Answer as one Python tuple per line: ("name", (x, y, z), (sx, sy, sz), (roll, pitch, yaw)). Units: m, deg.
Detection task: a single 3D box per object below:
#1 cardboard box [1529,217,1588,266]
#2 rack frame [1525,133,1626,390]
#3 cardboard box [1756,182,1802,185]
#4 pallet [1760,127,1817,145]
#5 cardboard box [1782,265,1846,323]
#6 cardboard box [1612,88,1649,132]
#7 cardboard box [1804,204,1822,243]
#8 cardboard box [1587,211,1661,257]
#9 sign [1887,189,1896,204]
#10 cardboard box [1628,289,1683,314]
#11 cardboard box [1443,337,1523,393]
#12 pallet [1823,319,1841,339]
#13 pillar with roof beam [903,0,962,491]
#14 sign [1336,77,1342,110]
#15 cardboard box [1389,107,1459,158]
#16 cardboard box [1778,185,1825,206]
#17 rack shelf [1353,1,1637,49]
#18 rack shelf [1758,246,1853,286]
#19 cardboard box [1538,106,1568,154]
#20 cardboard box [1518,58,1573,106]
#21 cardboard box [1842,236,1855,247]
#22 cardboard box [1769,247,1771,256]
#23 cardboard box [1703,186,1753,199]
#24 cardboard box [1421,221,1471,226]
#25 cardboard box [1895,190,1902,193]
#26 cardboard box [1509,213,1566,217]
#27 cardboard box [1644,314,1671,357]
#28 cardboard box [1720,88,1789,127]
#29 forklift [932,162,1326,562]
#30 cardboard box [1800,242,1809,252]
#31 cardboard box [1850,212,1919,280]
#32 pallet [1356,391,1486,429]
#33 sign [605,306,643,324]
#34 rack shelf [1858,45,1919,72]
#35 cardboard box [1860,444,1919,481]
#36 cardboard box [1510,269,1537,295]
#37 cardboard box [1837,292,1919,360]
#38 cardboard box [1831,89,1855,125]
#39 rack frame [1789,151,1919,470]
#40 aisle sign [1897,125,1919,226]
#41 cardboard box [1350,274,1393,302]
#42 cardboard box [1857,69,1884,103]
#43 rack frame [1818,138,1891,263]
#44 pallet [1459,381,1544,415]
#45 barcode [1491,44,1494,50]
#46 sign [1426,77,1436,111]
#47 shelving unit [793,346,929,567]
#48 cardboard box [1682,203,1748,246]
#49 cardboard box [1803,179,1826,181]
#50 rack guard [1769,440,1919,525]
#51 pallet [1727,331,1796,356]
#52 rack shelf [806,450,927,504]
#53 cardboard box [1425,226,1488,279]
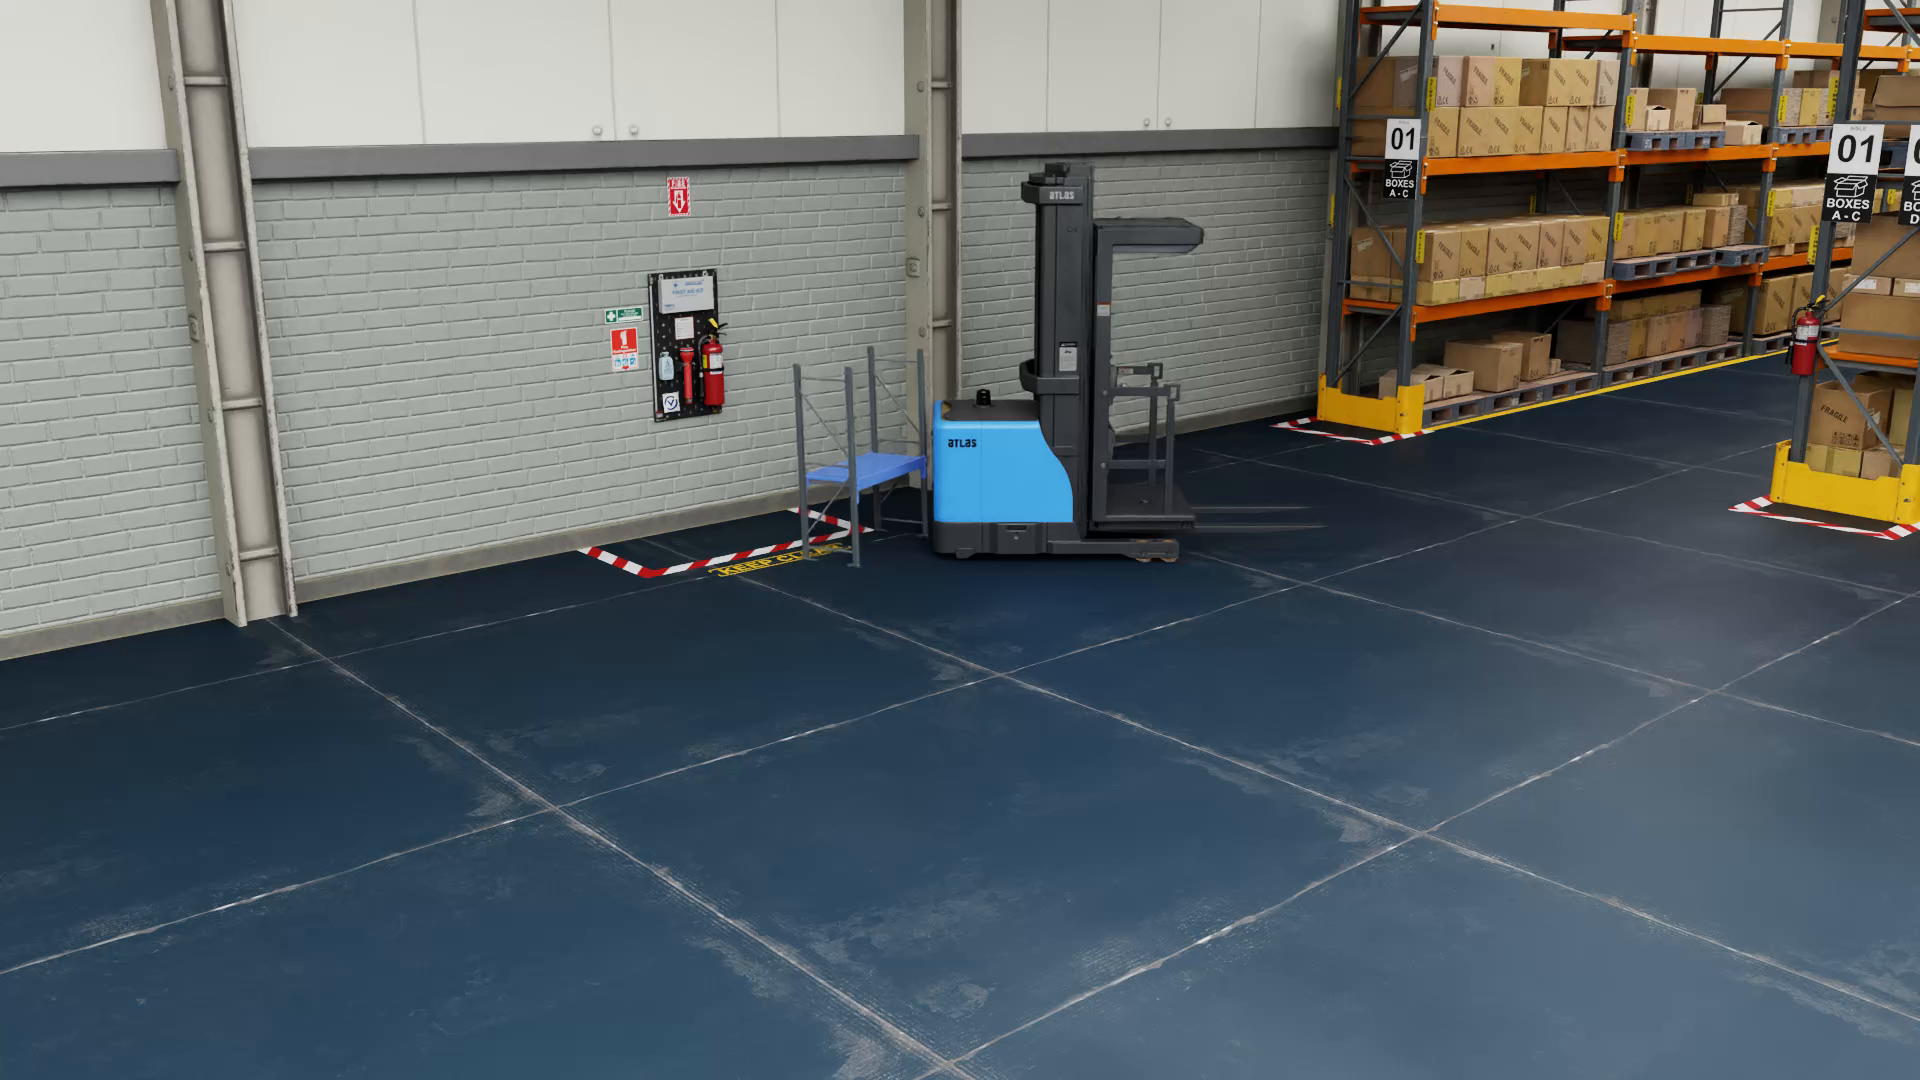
("cardboard box", (6.826, -3.430, 19.077), (0.500, 0.500, 0.500), (-13, 20, -40))
("rack frame", (7.353, -3.356, 20.002), (0.127, 3.000, 1.000), (-13, 19, -39))
("cardboard box", (11.708, -4.985, 23.837), (0.500, 0.250, 0.500), (-13, 20, -41))
("pallet", (10.821, -5.511, 22.624), (1.003, 0.211, 1.213), (-12, 19, -37))
("cardboard box", (12.314, -3.589, 24.226), (0.750, 0.750, 0.750), (-12, 19, -38))
("cardboard box", (7.818, -5.134, 19.837), (0.500, 0.500, 0.500), (-9, 18, -32))
("cardboard box", (11.681, -4.439, 23.246), (0.500, 0.500, 0.500), (-13, 20, -40))
("cardboard box", (8.185, -3.790, 20.580), (0.500, 0.500, 0.700), (-10, 18, -34))
("sign", (13.751, -5.129, 24.548), (0.005, 0.325, 0.100), (-13, 19, -39))
("cardboard box", (9.005, -3.096, 21.568), (0.500, 0.250, 0.500), (-13, 20, -40))
("cardboard box", (5.933, -1.994, 18.895), (0.500, 0.500, 0.700), (-14, 21, -43))
("pallet", (12.855, -3.219, 24.892), (1.213, 0.211, 1.003), (-13, 19, -39))
("pillar with roof beam", (2.595, -4.009, 10.823), (0.400, 9.000, 9.100), (-13, 19, -39))
("sign", (3.986, -4.667, 17.381), (0.005, 0.325, 0.100), (-13, 19, -39))
("cardboard box", (4.752, -4.194, 17.093), (0.500, 0.500, 0.500), (-12, 19, -38))
("cardboard box", (11.662, -4.801, 23.150), (0.500, 0.250, 0.500), (-12, 19, -39))
("rack shelf", (5.844, -5.567, 18.053), (4.000, 0.370, 1.077), (-13, 19, -39))
("rack shelf", (11.879, -4.025, 23.900), (4.000, 0.370, 1.077), (-13, 19, -39))
("cardboard box", (6.351, -4.545, 18.409), (0.500, 0.500, 0.500), (-14, 20, -41))
("cardboard box", (6.359, -5.023, 18.261), (0.500, 0.500, 0.500), (-14, 20, -41))
("cardboard box", (12.758, -4.349, 24.166), (0.250, 0.149, 0.380), (-13, 19, -39))
("cardboard box", (10.771, -3.933, 22.609), (0.250, 0.149, 0.380), (-13, 20, -40))
("cardboard box", (10.542, -4.725, 22.865), (0.500, 0.250, 0.500), (-12, 19, -38))
("cardboard box", (5.325, -3.271, 18.483), (0.500, 0.500, 0.500), (-13, 20, -41))
("cardboard box", (14.362, -5.068, 25.828), (0.700, 0.700, 0.980), (-13, 20, -41))
("cardboard box", (6.861, -3.617, 19.777), (0.500, 0.500, 0.500), (-13, 20, -41))
("cardboard box", (8.665, -2.665, 21.406), (0.500, 0.500, 0.700), (-12, 19, -39))
("cardboard box", (10.691, -5.836, 22.426), (0.700, 0.500, 0.500), (14, 21, 43))
("forklift", (1.296, -1.385, 12.755), (3.031, 2.935, 1.130), (0, 15, -1))
("cardboard box", (11.723, -4.156, 23.445), (0.250, 0.149, 0.380), (-12, 19, -39))
("cardboard box", (7.990, -2.476, 13.998), (0.500, 0.500, 0.700), (-13, 19, -39))
("pallet", (5.029, -1.475, 18.363), (1.213, 0.211, 1.003), (-13, 19, -39))
("sign", (-2.596, -1.737, 12.843), (0.331, 0.109, 0.001), (-13, 19, -39))
("rack shelf", (14.897, -7.408, 25.715), (4.000, 0.370, 1.077), (-13, 19, -39))
("cardboard box", (8.140, -0.637, 14.336), (0.500, 0.250, 0.500), (-13, 19, -39))
("cardboard box", (6.065, -2.898, 18.538), (0.500, 0.250, 0.500), (-12, 19, -39))
("cardboard box", (7.950, -1.840, 14.131), (0.500, 0.500, 0.700), (-13, 19, -39))
("cardboard box", (12.274, -6.187, 23.741), (0.500, 0.500, 0.700), (-13, 20, -40))
("rack frame", (7.590, -1.715, 13.858), (0.127, 3.000, 1.000), (-13, 19, -39))
("aisle sign", (7.741, -2.900, 13.257), (0.004, 0.787, 0.394), (-13, 19, -39))
("cardboard box", (4.561, -2.733, 17.920), (0.500, 0.250, 0.500), (-12, 19, -39))
("cardboard box", (13.762, -6.865, 25.157), (0.500, 0.500, 0.500), (-13, 20, -40))
("rack frame", (13.388, -4.711, 25.076), (0.127, 3.000, 1.000), (-13, 19, -39))
("pallet", (5.948, -1.681, 19.133), (1.213, 0.211, 1.003), (-13, 19, -39))
("barcode", (6.022, -5.572, 18.802), (0.075, 0.075, 0.001), (-13, 19, -39))
("sign", (4.691, -4.444, 16.570), (0.005, 0.325, 0.100), (-13, 19, -39))
("shelving unit", (-0.741, -0.669, 12.822), (0.538, 1.500, 1.048), (7, 16, 29))
("cardboard box", (10.022, -4.213, 22.164), (0.700, 0.500, 0.500), (13, 20, 40))
("cardboard box", (12.870, -5.248, 24.824), (0.500, 0.250, 0.500), (-12, 19, -38))
("rack guard", (7.572, -0.503, 14.165), (0.348, 0.500, 1.175), (-13, 19, -39))
("pallet", (11.014, -2.806, 23.344), (1.213, 0.211, 1.003), (-13, 19, -39))
("rack shelf", (-0.736, -0.495, 12.866), (0.538, 0.185, 1.000), (7, 16, 29))
("cardboard box", (5.272, -3.082, 17.776), (0.500, 0.500, 0.500), (-13, 19, -39))
